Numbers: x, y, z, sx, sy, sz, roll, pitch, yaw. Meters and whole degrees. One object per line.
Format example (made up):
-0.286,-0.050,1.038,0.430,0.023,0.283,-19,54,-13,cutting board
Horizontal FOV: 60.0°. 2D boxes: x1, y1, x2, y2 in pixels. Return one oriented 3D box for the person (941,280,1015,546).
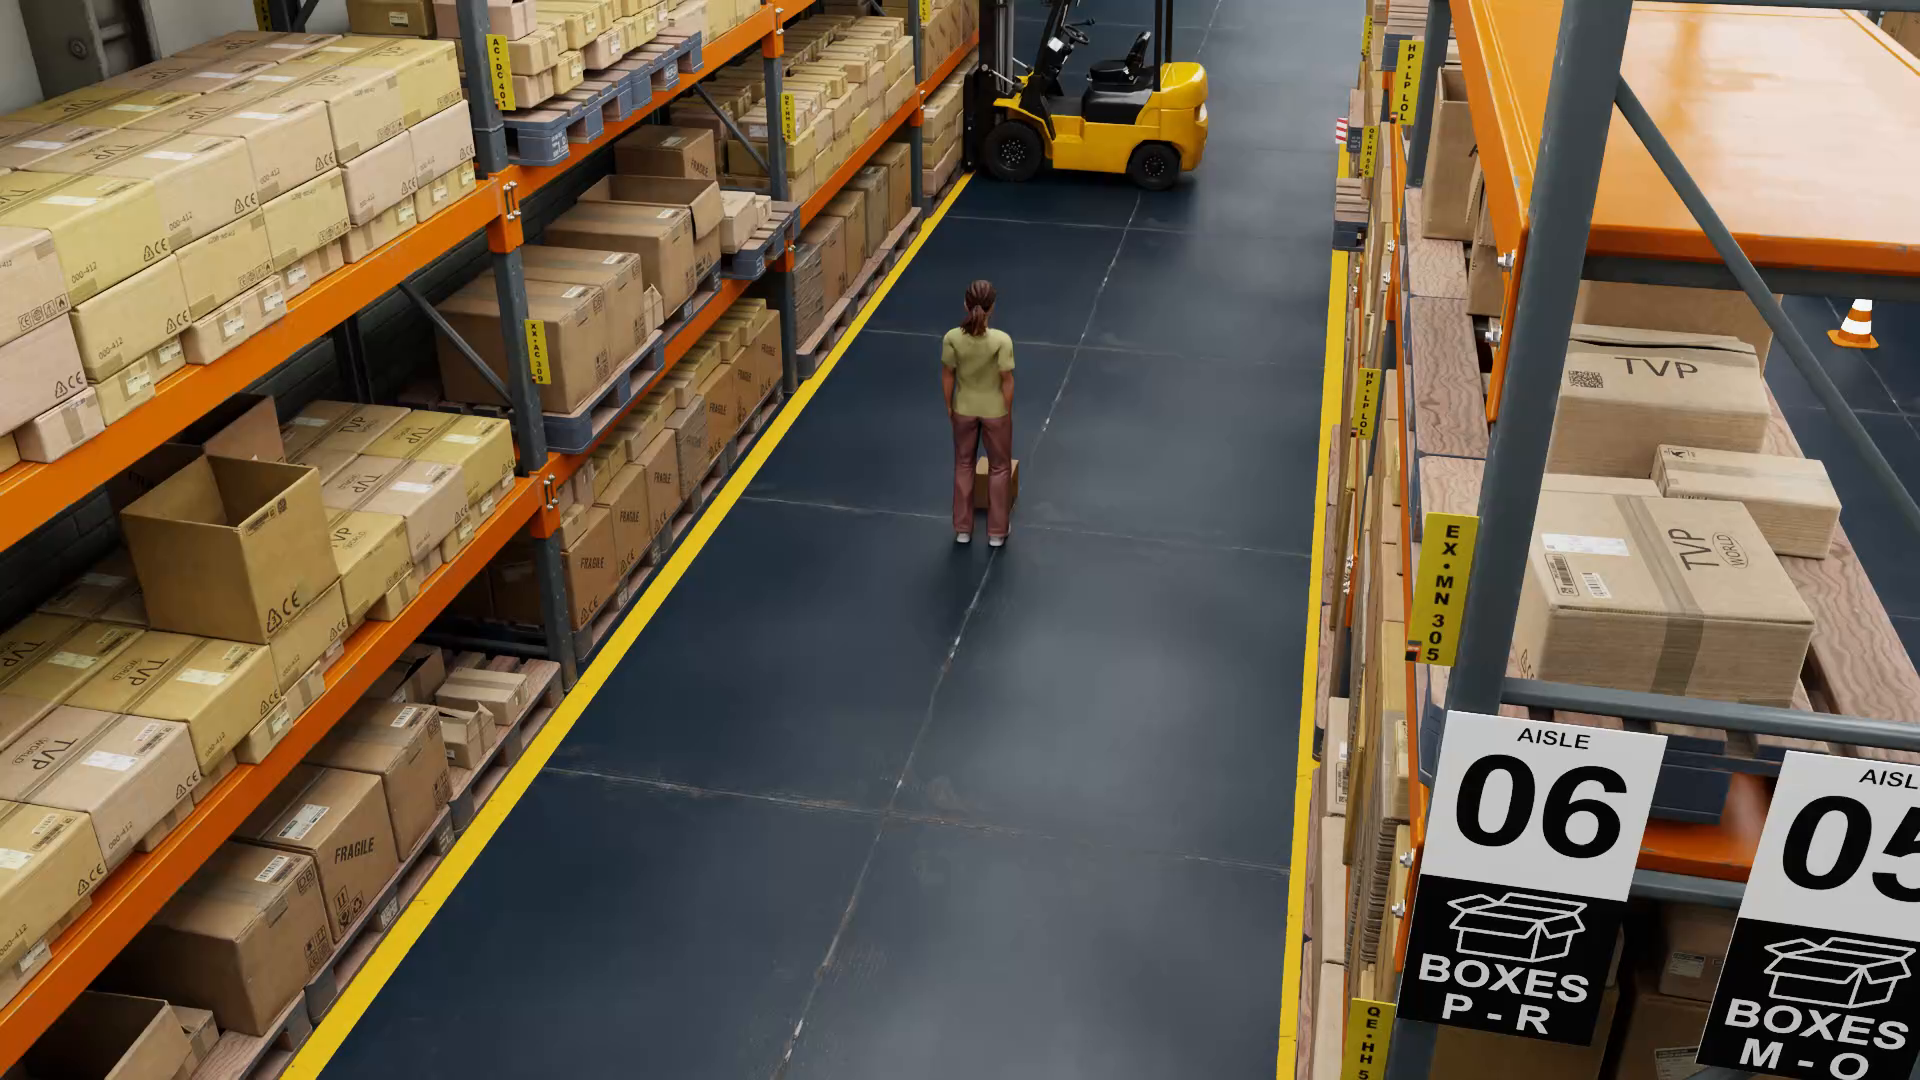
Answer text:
0.112,-0.752,9.988,0.447,1.671,0.360,7,30,12,person
